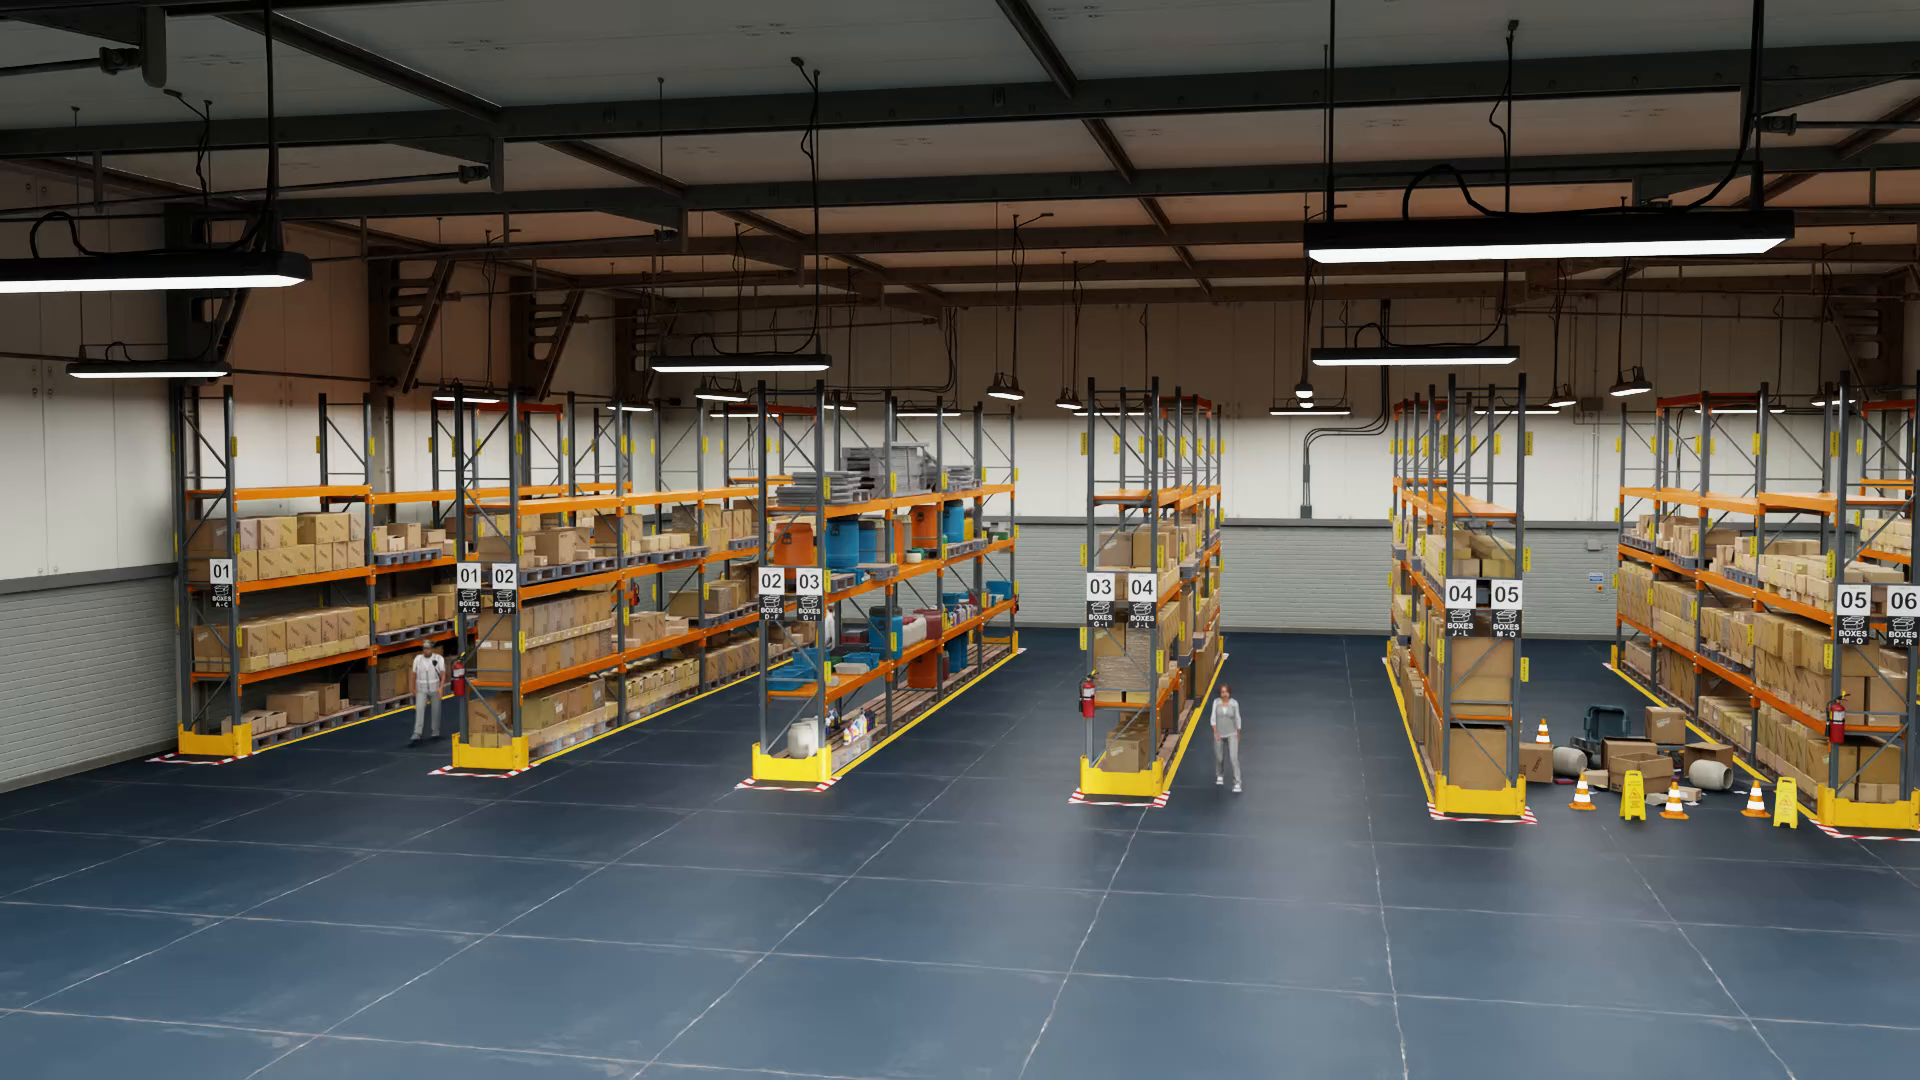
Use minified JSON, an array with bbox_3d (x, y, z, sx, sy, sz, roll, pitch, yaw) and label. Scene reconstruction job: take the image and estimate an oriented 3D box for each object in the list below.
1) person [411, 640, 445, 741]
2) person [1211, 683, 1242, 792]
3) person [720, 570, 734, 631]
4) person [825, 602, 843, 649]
[{"bbox_3d":[-9.050,2.544,28.271,0.584,1.703,1.069,-1,3,-20],"label":"person"},{"bbox_3d":[3.922,2.860,24.309,0.487,1.557,0.669,1,4,25],"label":"person"},{"bbox_3d":[-6.402,1.633,45.154,0.702,1.652,0.450,2,4,31],"label":"person"},{"bbox_3d":[-2.756,1.987,35.210,0.544,1.548,0.994,0,3,0],"label":"person"}]
